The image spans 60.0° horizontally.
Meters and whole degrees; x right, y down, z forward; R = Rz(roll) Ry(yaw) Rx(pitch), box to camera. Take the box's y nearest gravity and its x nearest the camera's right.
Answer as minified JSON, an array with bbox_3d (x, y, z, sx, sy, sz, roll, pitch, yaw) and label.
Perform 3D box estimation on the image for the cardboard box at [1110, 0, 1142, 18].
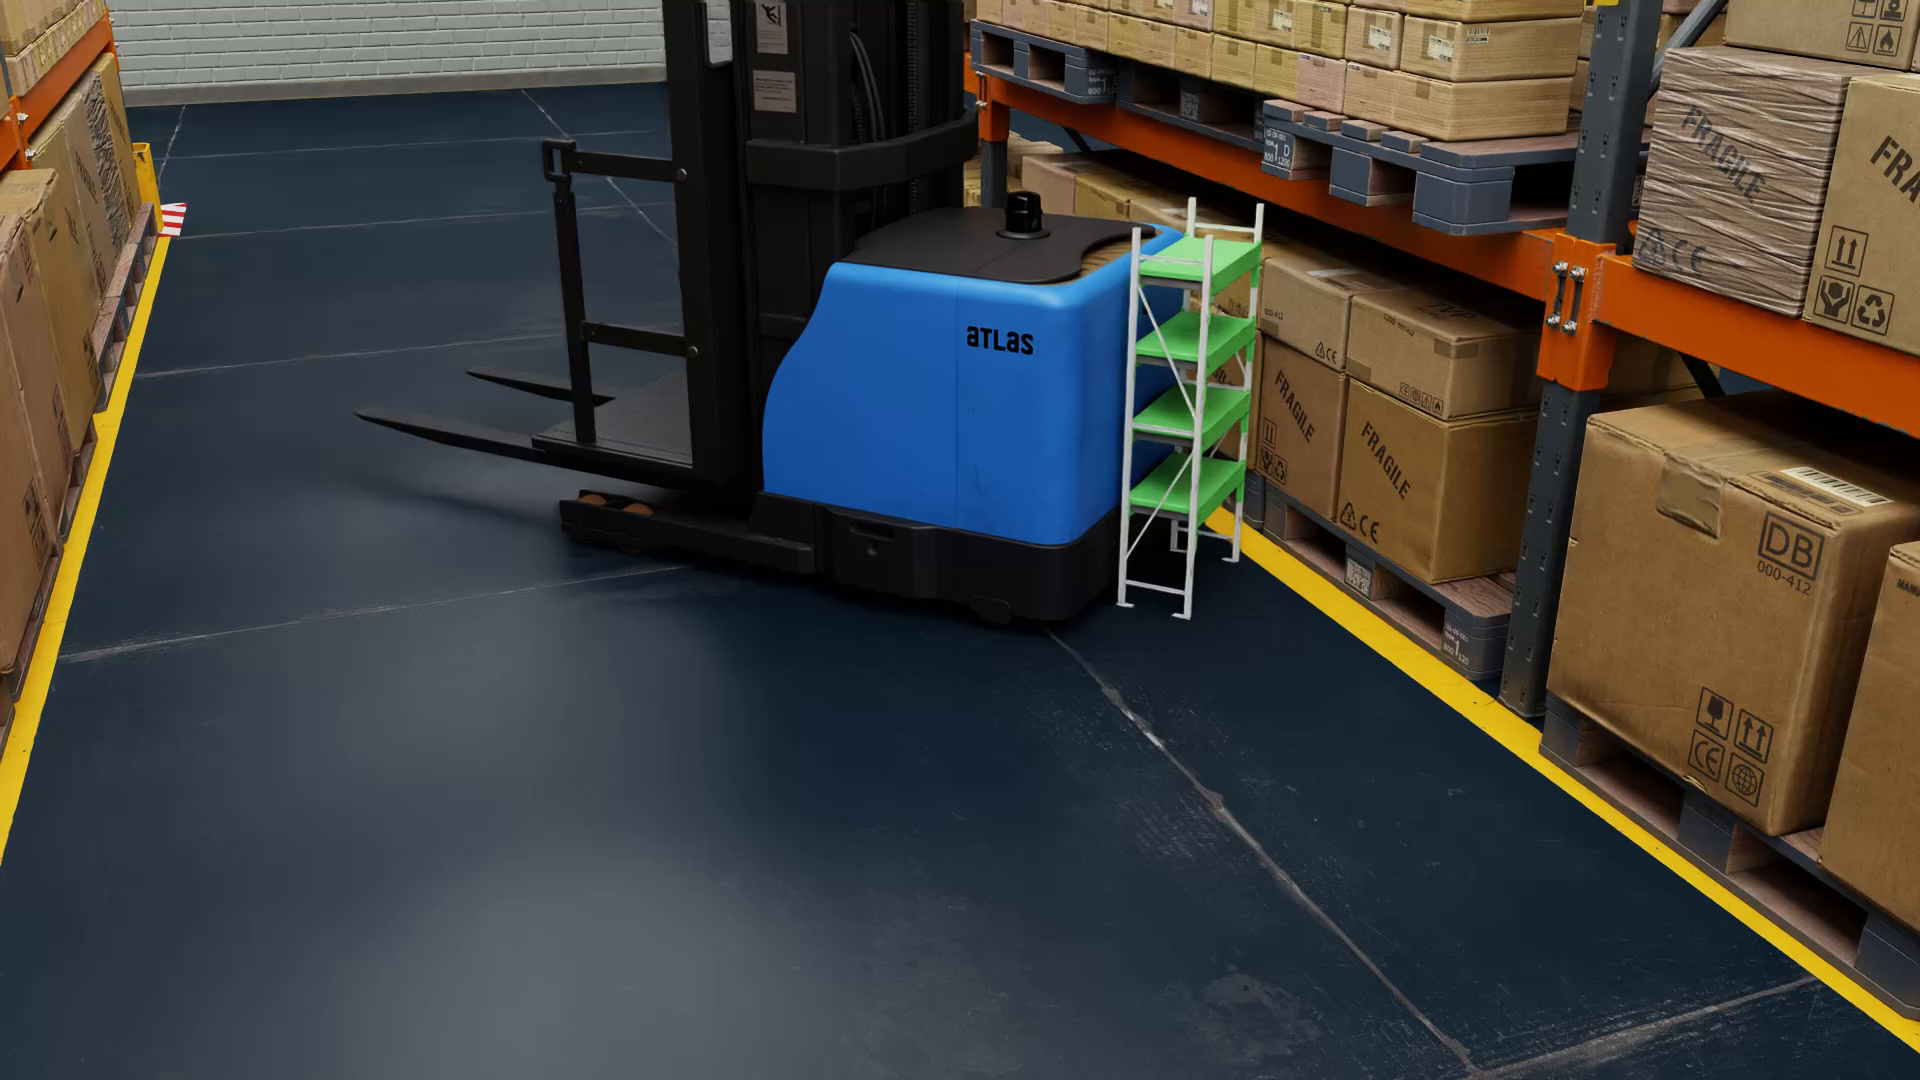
[{"bbox_3d":[0.762,-1.959,5.937,0.380,0.149,0.250,-9,24,-20],"label":"cardboard box"}]

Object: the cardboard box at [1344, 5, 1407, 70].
[{"bbox_3d":[1.301,-1.402,4.614,0.380,0.149,0.250,-7,24,-17],"label":"cardboard box"}]

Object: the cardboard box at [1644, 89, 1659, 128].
[{"bbox_3d":[2.028,-1.241,4.616,0.380,0.149,0.250,-9,24,-20],"label":"cardboard box"}]

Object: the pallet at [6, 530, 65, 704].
[{"bbox_3d":[-3.313,0.216,4.966,1.003,0.211,1.213,-8,24,-19],"label":"pallet"}]

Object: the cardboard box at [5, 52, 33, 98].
[{"bbox_3d":[-3.885,-1.820,6.530,0.380,0.149,0.250,-8,24,-19],"label":"cardboard box"}]

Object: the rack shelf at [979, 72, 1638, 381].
[{"bbox_3d":[1.291,-1.369,6.061,1.077,0.370,4.000,-8,24,-19],"label":"rack shelf"}]

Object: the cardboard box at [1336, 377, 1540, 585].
[{"bbox_3d":[1.521,-0.218,5.084,0.500,0.500,0.500,-8,24,-19],"label":"cardboard box"}]

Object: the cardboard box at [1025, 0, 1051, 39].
[{"bbox_3d":[0.482,-2.107,6.670,0.380,0.149,0.250,-8,24,-19],"label":"cardboard box"}]

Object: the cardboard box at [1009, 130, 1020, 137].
[{"bbox_3d":[0.129,-2.306,9.722,0.380,0.149,0.250,-8,24,-19],"label":"cardboard box"}]

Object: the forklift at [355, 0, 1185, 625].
[{"bbox_3d":[-0.799,-1.475,5.475,3.031,2.935,1.130,11,25,25],"label":"forklift"}]

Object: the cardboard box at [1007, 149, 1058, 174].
[{"bbox_3d":[0.366,-2.019,9.043,0.380,0.149,0.250,-9,24,-20],"label":"cardboard box"}]

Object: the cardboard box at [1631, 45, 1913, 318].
[{"bbox_3d":[1.904,-0.819,3.703,0.500,0.500,0.500,-8,24,-18],"label":"cardboard box"}]

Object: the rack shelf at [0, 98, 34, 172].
[{"bbox_3d":[-3.385,-0.725,4.534,1.077,0.370,4.000,-8,24,-19],"label":"rack shelf"}]

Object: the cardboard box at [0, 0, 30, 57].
[{"bbox_3d":[-4.012,-2.058,6.580,0.500,0.250,0.500,-9,24,-20],"label":"cardboard box"}]

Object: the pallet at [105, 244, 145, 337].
[{"bbox_3d":[-4.721,-1.229,8.394,1.003,0.211,1.213,-8,24,-19],"label":"pallet"}]

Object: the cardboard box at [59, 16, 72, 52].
[{"bbox_3d":[-4.437,-2.387,7.874,0.380,0.149,0.250,-9,25,-21],"label":"cardboard box"}]

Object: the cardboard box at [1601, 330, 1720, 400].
[{"bbox_3d":[1.981,-0.644,5.129,0.500,0.250,0.500,-9,25,-21],"label":"cardboard box"}]

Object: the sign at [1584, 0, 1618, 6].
[{"bbox_3d":[1.493,-1.393,3.803,0.100,0.325,0.005,-8,24,-19],"label":"sign"}]

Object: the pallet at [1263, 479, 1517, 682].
[{"bbox_3d":[1.723,0.027,5.413,1.003,0.211,1.213,-8,24,-19],"label":"pallet"}]

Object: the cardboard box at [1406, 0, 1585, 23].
[{"bbox_3d":[1.396,-1.441,4.323,0.380,0.149,0.250,-9,25,-21],"label":"cardboard box"}]

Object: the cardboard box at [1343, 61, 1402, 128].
[{"bbox_3d":[1.307,-1.258,4.655,0.380,0.149,0.250,-8,24,-19],"label":"cardboard box"}]

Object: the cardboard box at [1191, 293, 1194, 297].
[{"bbox_3d":[0.984,-0.783,6.424,0.500,0.500,0.500,-8,24,-18],"label":"cardboard box"}]

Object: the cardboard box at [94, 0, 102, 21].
[{"bbox_3d":[-4.977,-2.942,9.192,0.380,0.149,0.250,-8,24,-18],"label":"cardboard box"}]

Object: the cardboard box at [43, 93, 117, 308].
[{"bbox_3d":[-4.567,-1.575,7.820,0.875,0.875,0.875,-8,24,-19],"label":"cardboard box"}]

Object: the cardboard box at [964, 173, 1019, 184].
[{"bbox_3d":[0.088,-1.762,8.432,0.380,0.149,0.250,-8,24,-18],"label":"cardboard box"}]

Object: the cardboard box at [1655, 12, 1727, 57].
[{"bbox_3d":[2.015,-1.391,4.589,0.380,0.149,0.250,-7,24,-17],"label":"cardboard box"}]

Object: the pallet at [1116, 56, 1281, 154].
[{"bbox_3d":[1.260,-1.599,5.928,1.003,0.211,1.213,-8,24,-19],"label":"pallet"}]

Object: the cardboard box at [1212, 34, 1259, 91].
[{"bbox_3d":[1.035,-1.540,5.324,0.380,0.149,0.250,-9,25,-21],"label":"cardboard box"}]

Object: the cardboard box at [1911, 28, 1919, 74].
[{"bbox_3d":[2.327,-1.132,3.158,0.700,0.500,0.500,-9,24,-20],"label":"cardboard box"}]

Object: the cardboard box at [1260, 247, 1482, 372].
[{"bbox_3d":[1.322,-0.755,5.392,0.500,0.250,0.500,-8,24,-18],"label":"cardboard box"}]

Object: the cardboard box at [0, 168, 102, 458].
[{"bbox_3d":[-3.846,-0.768,5.904,1.225,0.875,0.875,-8,24,-19],"label":"cardboard box"}]

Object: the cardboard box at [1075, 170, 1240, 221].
[{"bbox_3d":[0.789,-1.316,6.723,0.500,0.250,0.500,-8,24,-18],"label":"cardboard box"}]

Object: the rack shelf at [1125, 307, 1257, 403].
[{"bbox_3d":[0.717,-0.576,5.117,0.258,0.148,0.480,11,25,24],"label":"rack shelf"}]

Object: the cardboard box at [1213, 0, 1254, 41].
[{"bbox_3d":[1.032,-1.679,5.271,0.380,0.149,0.250,-9,24,-19],"label":"cardboard box"}]

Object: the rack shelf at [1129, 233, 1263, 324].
[{"bbox_3d":[0.717,-0.797,5.024,0.258,0.148,0.480,11,25,24],"label":"rack shelf"}]

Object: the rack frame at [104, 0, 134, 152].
[{"bbox_3d":[-5.504,-3.236,9.567,1.000,3.000,0.127,-8,24,-19],"label":"rack frame"}]

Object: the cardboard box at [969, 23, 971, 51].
[{"bbox_3d":[0.265,-2.383,7.865,0.380,0.149,0.250,-9,24,-20],"label":"cardboard box"}]

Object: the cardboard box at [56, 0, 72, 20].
[{"bbox_3d":[-4.538,-2.607,7.883,0.500,0.250,0.500,-8,24,-19],"label":"cardboard box"}]

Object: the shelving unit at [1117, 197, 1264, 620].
[{"bbox_3d":[0.717,-0.413,5.186,0.258,1.200,0.503,11,25,24],"label":"shelving unit"}]

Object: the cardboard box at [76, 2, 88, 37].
[{"bbox_3d":[-4.708,-2.666,8.536,0.380,0.149,0.250,-9,24,-20],"label":"cardboard box"}]

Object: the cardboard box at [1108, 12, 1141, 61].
[{"bbox_3d":[0.760,-1.825,6.000,0.380,0.149,0.250,-9,24,-20],"label":"cardboard box"}]

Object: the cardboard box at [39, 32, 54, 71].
[{"bbox_3d":[-4.165,-2.107,7.210,0.380,0.149,0.250,-9,24,-20],"label":"cardboard box"}]
